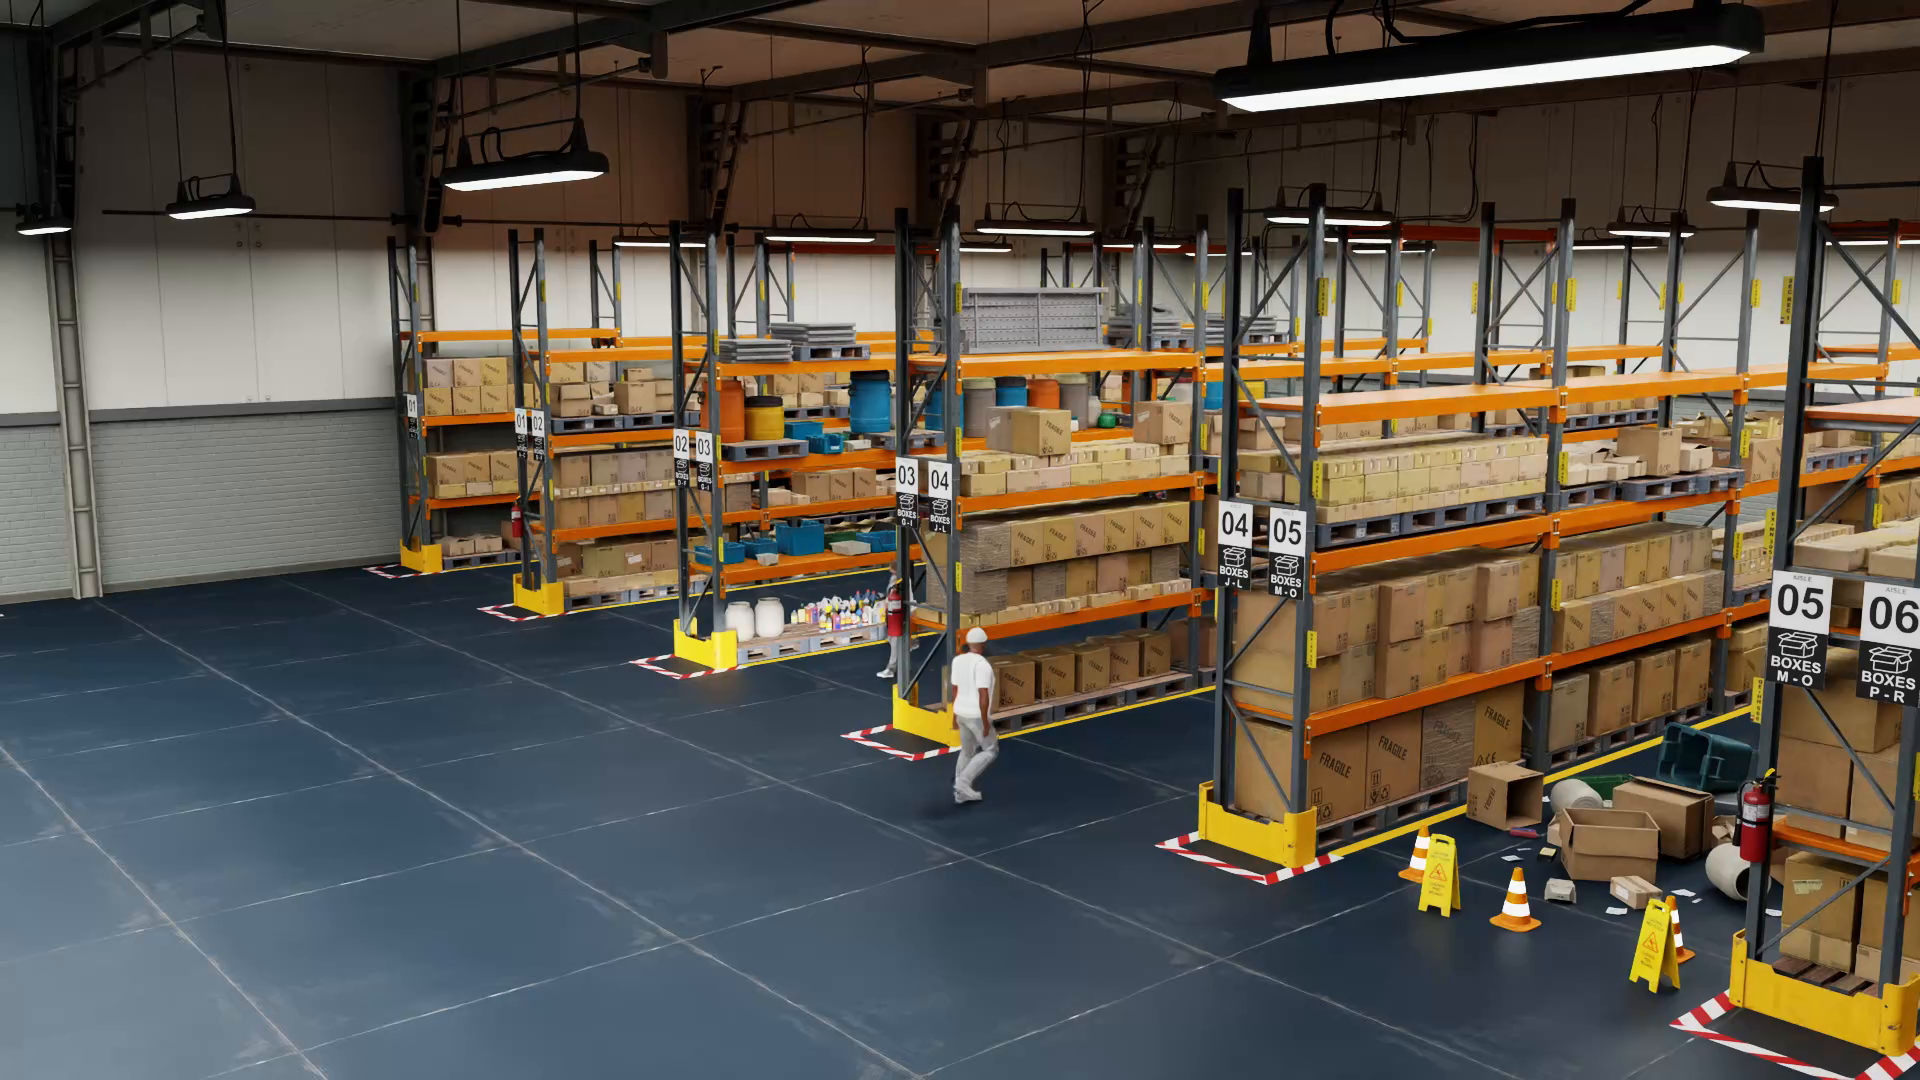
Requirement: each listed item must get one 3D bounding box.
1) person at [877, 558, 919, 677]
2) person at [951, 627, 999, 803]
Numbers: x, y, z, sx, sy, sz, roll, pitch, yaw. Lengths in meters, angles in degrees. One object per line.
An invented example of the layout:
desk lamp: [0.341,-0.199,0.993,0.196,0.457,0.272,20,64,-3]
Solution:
person: [-0.845,1.013,22.056,0.804,1.542,0.454,-6,10,-32]
person: [0.118,1.755,16.609,0.478,1.753,0.619,-5,10,-29]
